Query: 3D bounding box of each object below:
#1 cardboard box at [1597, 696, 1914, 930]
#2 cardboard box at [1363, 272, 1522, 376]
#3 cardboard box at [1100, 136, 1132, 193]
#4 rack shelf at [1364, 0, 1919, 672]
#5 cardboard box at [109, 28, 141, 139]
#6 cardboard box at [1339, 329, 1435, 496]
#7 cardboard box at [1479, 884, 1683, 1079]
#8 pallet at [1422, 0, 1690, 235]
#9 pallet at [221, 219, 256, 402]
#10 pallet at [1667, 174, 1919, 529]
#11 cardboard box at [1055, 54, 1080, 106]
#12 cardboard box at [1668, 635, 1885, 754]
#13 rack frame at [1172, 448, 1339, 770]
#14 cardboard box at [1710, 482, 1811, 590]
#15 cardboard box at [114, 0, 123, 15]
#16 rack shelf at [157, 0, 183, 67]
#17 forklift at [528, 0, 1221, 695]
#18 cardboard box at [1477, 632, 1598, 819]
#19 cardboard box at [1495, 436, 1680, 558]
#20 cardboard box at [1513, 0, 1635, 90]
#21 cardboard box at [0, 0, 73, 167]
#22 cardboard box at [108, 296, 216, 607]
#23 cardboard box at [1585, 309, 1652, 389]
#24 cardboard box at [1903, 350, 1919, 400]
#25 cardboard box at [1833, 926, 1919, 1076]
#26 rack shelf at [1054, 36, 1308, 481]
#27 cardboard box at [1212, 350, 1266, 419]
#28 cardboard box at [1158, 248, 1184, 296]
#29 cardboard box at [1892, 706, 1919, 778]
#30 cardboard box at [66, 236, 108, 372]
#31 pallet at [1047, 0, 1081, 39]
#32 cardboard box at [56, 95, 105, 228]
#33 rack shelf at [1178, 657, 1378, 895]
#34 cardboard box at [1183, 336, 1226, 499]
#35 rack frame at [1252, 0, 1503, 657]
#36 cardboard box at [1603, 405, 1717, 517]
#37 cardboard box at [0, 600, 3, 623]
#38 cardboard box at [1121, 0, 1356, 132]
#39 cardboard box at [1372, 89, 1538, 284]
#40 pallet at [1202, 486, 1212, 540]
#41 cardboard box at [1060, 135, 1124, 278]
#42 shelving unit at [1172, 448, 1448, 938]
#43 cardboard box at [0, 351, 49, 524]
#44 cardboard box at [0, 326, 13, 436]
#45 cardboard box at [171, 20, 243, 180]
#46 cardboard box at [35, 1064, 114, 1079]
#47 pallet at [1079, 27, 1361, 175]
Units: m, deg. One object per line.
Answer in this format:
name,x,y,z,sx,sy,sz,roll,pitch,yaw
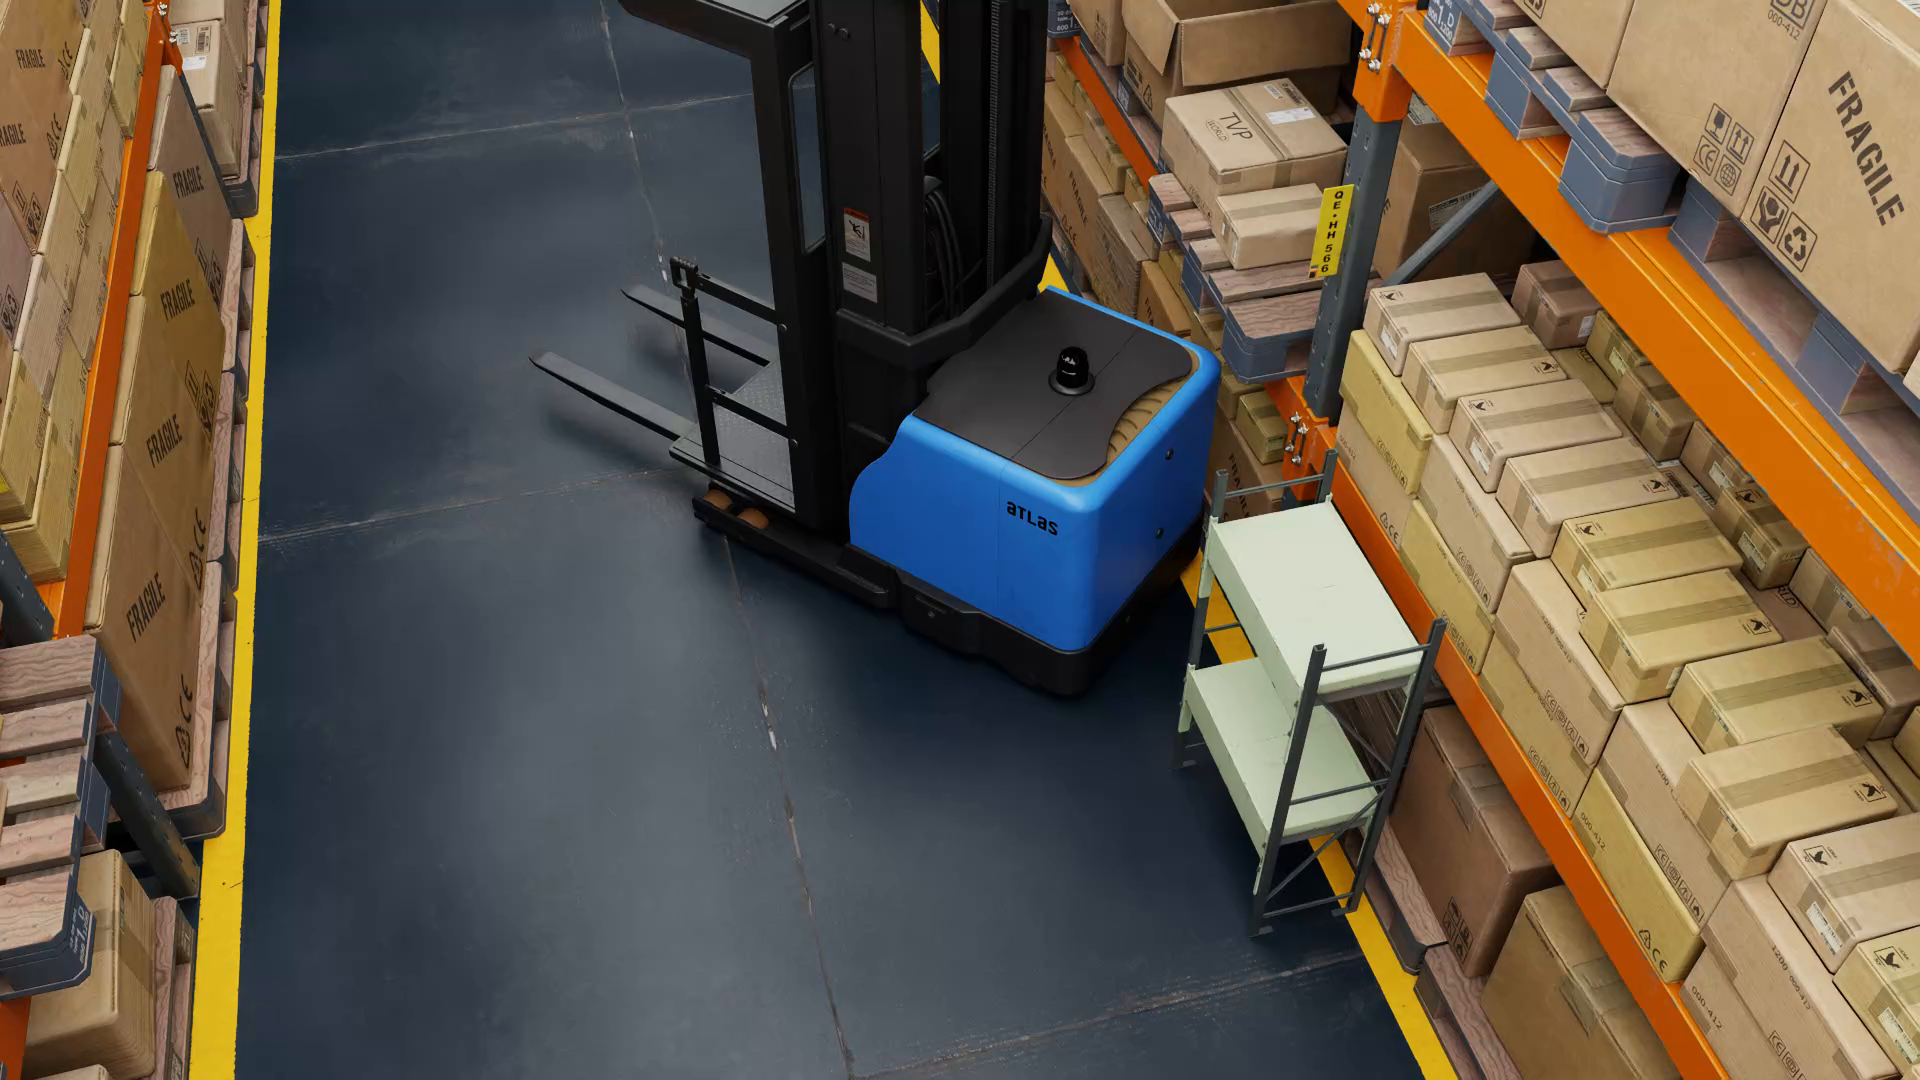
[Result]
cardboard box,1.930,0.622,4.046,0.500,0.250,0.500,-10,46,-10
cardboard box,1.451,-0.653,5.016,0.380,0.149,0.250,-9,46,-9
cardboard box,0.859,-1.739,7.607,0.380,0.149,0.250,-9,46,-9
rack shelf,2.166,-0.082,3.385,1.077,0.370,4.000,-11,47,-10
cardboard box,-3.680,-1.849,6.817,0.500,0.250,0.500,-11,47,-11
cardboard box,1.507,-0.432,5.079,0.500,0.250,0.500,-11,47,-10
cardboard box,2.148,1.367,4.930,0.875,0.625,0.625,-12,47,-12
pallet,1.914,-1.197,4.105,1.213,0.211,1.003,-9,46,-8
pallet,-3.897,-1.022,7.854,1.003,0.211,1.213,-11,47,-10
pallet,2.203,-0.425,3.349,1.003,0.211,1.213,-9,46,-8
cardboard box,0.687,-2.277,8.134,0.380,0.149,0.250,-13,47,-12
cardboard box,1.951,0.398,3.986,0.380,0.149,0.250,-11,47,-10
rack frame,0.982,0.283,5.673,0.400,1.500,0.023,-11,47,-11
cardboard box,2.237,-0.038,4.414,0.380,0.149,0.250,-11,47,-11
cardboard box,-3.820,-2.379,6.987,0.500,0.250,0.500,-11,47,-10
rack shelf,-4.680,-3.646,8.977,1.077,0.370,4.000,-11,47,-10
forklift,-0.514,-1.279,6.202,3.031,2.935,1.130,26,51,23
cardboard box,1.794,0.441,4.573,0.500,0.250,0.500,-12,47,-12
cardboard box,1.690,-0.118,4.492,0.380,0.149,0.250,-10,46,-10
cardboard box,1.604,-1.387,3.726,0.500,0.500,0.500,-10,46,-10
cardboard box,-3.413,-1.575,5.674,0.500,0.500,0.500,-10,46,-10
cardboard box,-3.464,-0.267,6.356,0.875,0.875,0.875,-10,46,-10
cardboard box,2.108,-0.579,4.944,0.380,0.149,0.250,-10,46,-9
cardboard box,1.905,-0.283,2.890,0.380,0.149,0.250,-11,47,-11
cardboard box,2.078,0.936,3.459,0.380,0.149,0.250,-12,47,-11
rack shelf,1.142,-1.794,7.162,1.077,0.370,4.000,-11,47,-10
cardboard box,1.183,-0.642,6.531,0.380,0.149,0.250,-13,47,-12
cardboard box,1.070,-1.194,7.073,0.380,0.149,0.250,-11,47,-11
cardboard box,2.450,0.492,3.895,0.380,0.149,0.250,-10,46,-10
cardboard box,-3.303,-0.801,5.790,0.500,0.250,0.500,-9,46,-9
pallet,0.729,-2.788,7.767,1.003,0.211,1.213,-11,47,-10
cardboard box,-3.399,-1.328,5.957,0.500,0.250,0.500,-10,46,-10
rack shelf,1.079,0.764,5.659,0.431,0.370,0.720,-11,47,-11
cardboard box,1.220,-0.537,6.883,0.500,0.500,0.500,-11,47,-11
rack frame,1.654,-0.665,5.552,1.000,3.000,0.127,-11,47,-10
cardboard box,2.170,-0.176,4.827,0.500,0.250,0.500,-10,46,-10
cardboard box,-2.758,0.222,4.111,0.500,0.500,0.500,-12,47,-11
cardboard box,1.057,-1.941,6.437,0.797,0.503,0.637,-12,47,-11
cardboard box,1.673,-1.231,5.743,0.500,0.500,0.500,-9,46,-8
pallet,1.499,-0.211,7.060,1.003,0.211,1.213,-11,47,-10
cardboard box,0.805,-1.612,7.937,0.500,0.500,0.500,-12,47,-11
shelving unit,1.078,0.535,5.426,0.431,1.500,0.755,-11,47,-11
cardboard box,-3.034,-0.272,4.922,0.500,0.250,0.500,-11,47,-11
cardboard box,-3.033,-0.525,4.645,0.500,0.500,0.500,-12,47,-12
cardboard box,-4.225,-2.220,8.576,0.875,0.438,0.875,-11,47,-11
cardboard box,-2.812,1.918,4.567,0.950,0.372,0.625,-12,47,-11
pallet,1.151,-1.940,6.936,1.003,0.211,1.213,-11,47,-10
